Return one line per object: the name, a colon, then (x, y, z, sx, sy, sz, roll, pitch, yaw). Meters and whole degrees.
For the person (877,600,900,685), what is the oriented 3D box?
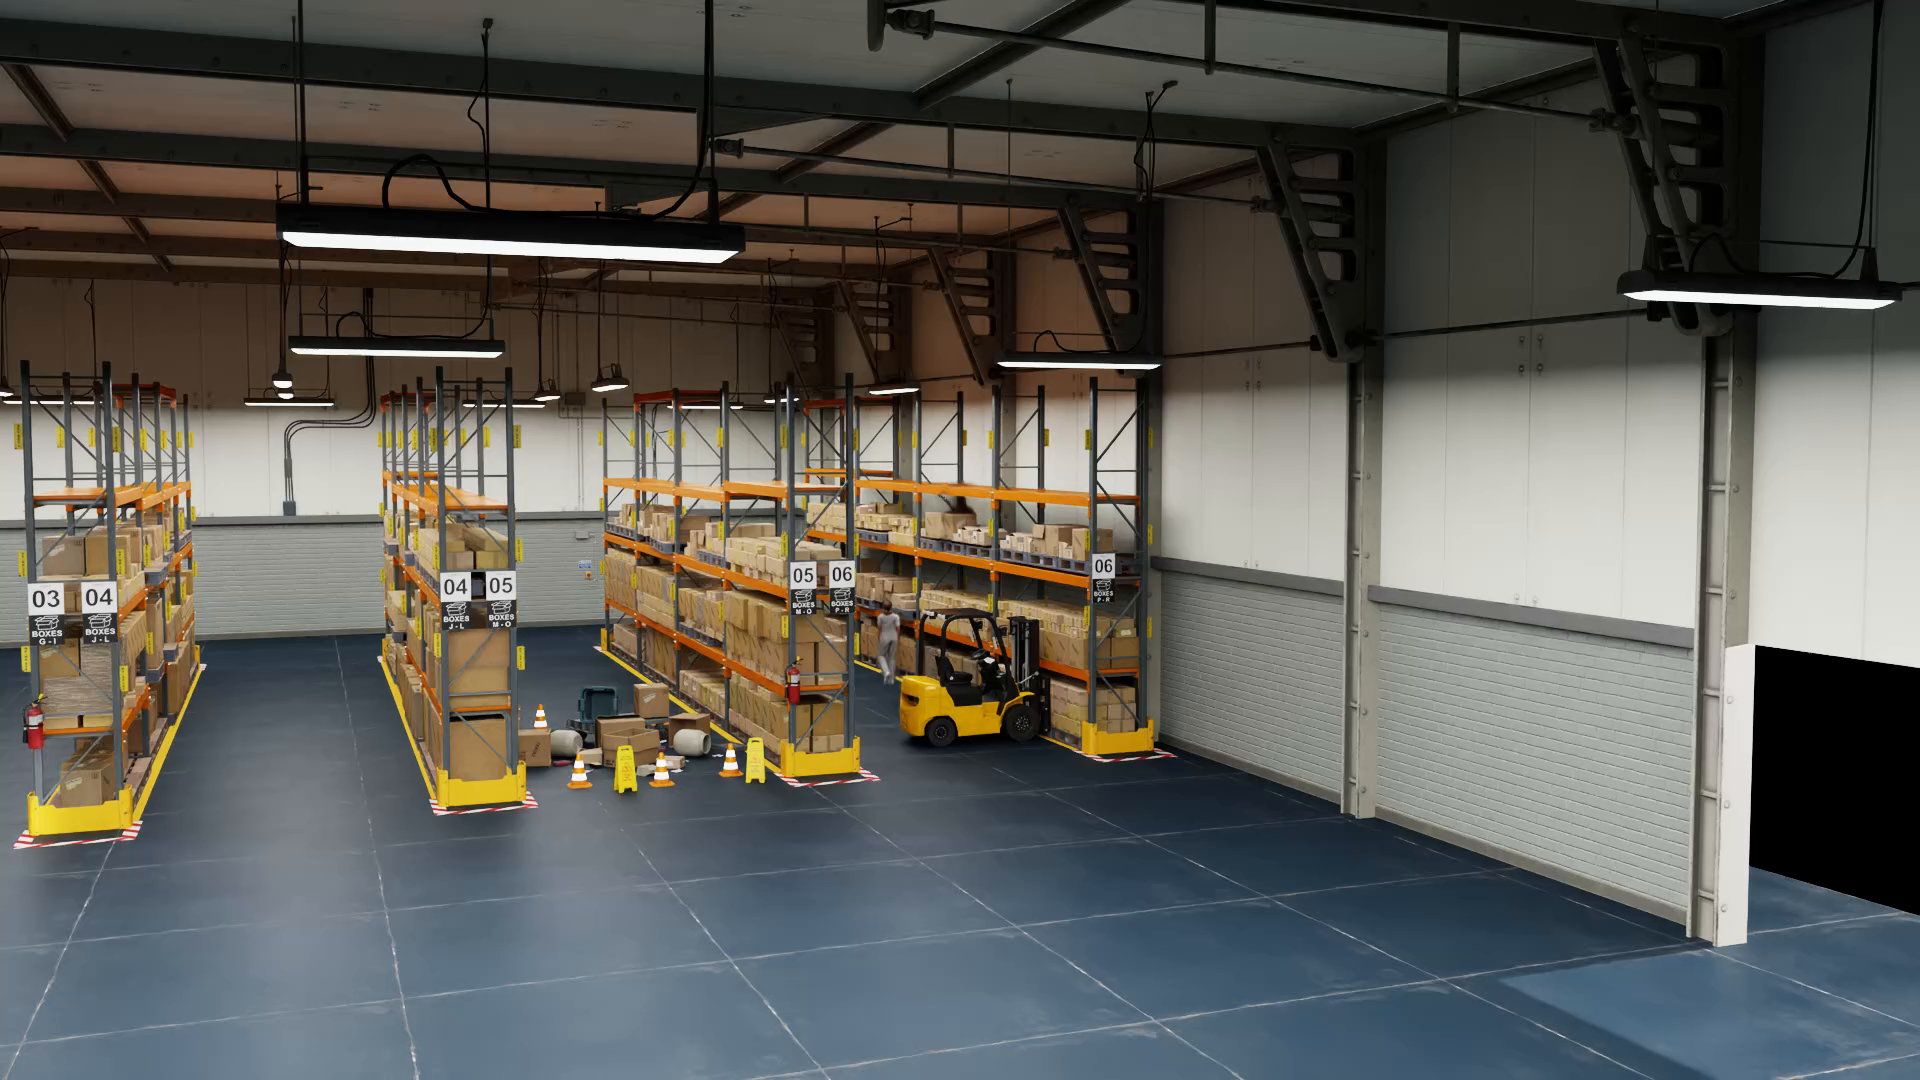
person: (-1.355, 1.957, 31.946, 0.497, 1.640, 0.476, -1, 4, -17)
